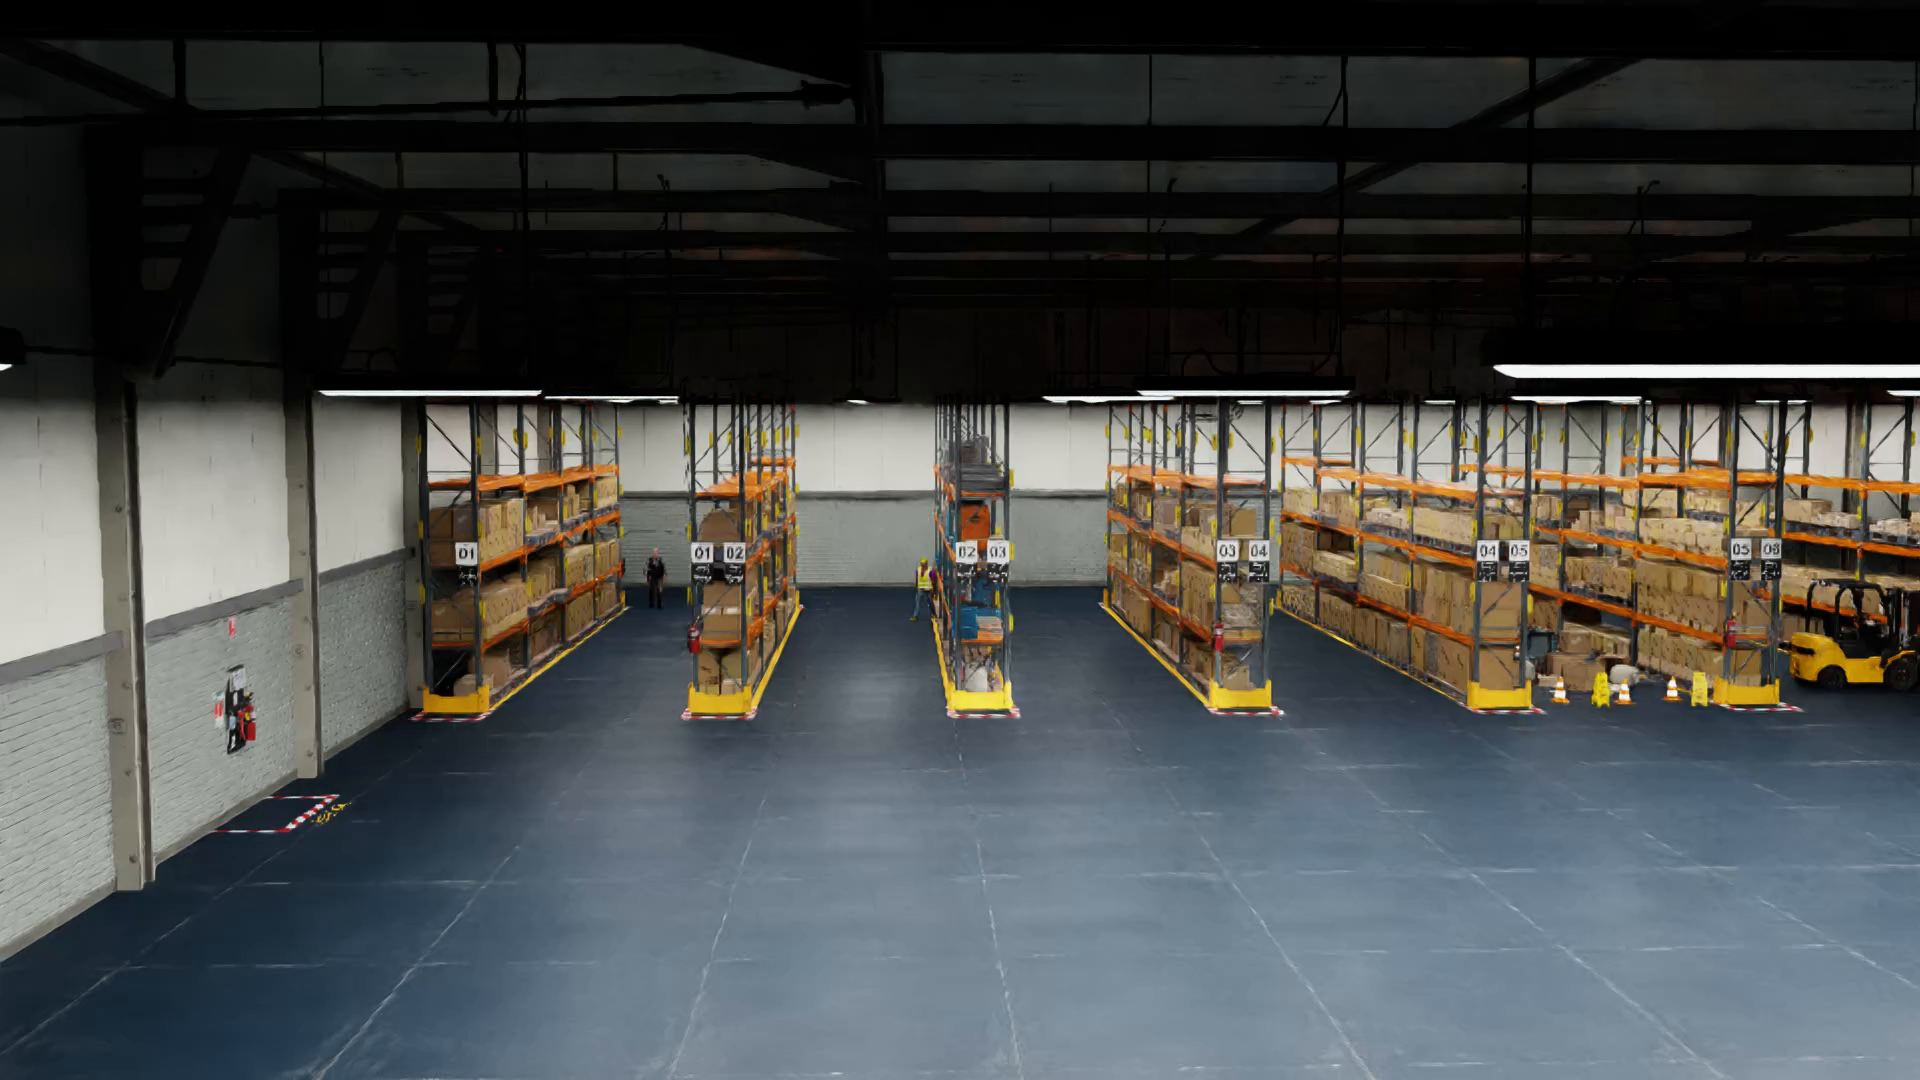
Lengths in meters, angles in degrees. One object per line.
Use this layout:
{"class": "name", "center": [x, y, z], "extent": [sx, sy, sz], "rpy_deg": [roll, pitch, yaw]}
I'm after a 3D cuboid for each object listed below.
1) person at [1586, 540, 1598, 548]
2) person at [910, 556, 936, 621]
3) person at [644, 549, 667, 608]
{"class": "person", "center": [19.989, 0.677, 52.478], "extent": [0.462, 1.664, 0.591], "rpy_deg": [-3, 6, -36]}
{"class": "person", "center": [-0.950, 1.297, 44.591], "extent": [0.620, 1.724, 0.960], "rpy_deg": [2, 5, 21]}
{"class": "person", "center": [-8.706, 1.074, 47.572], "extent": [0.660, 1.690, 0.677], "rpy_deg": [-1, 5, -12]}
